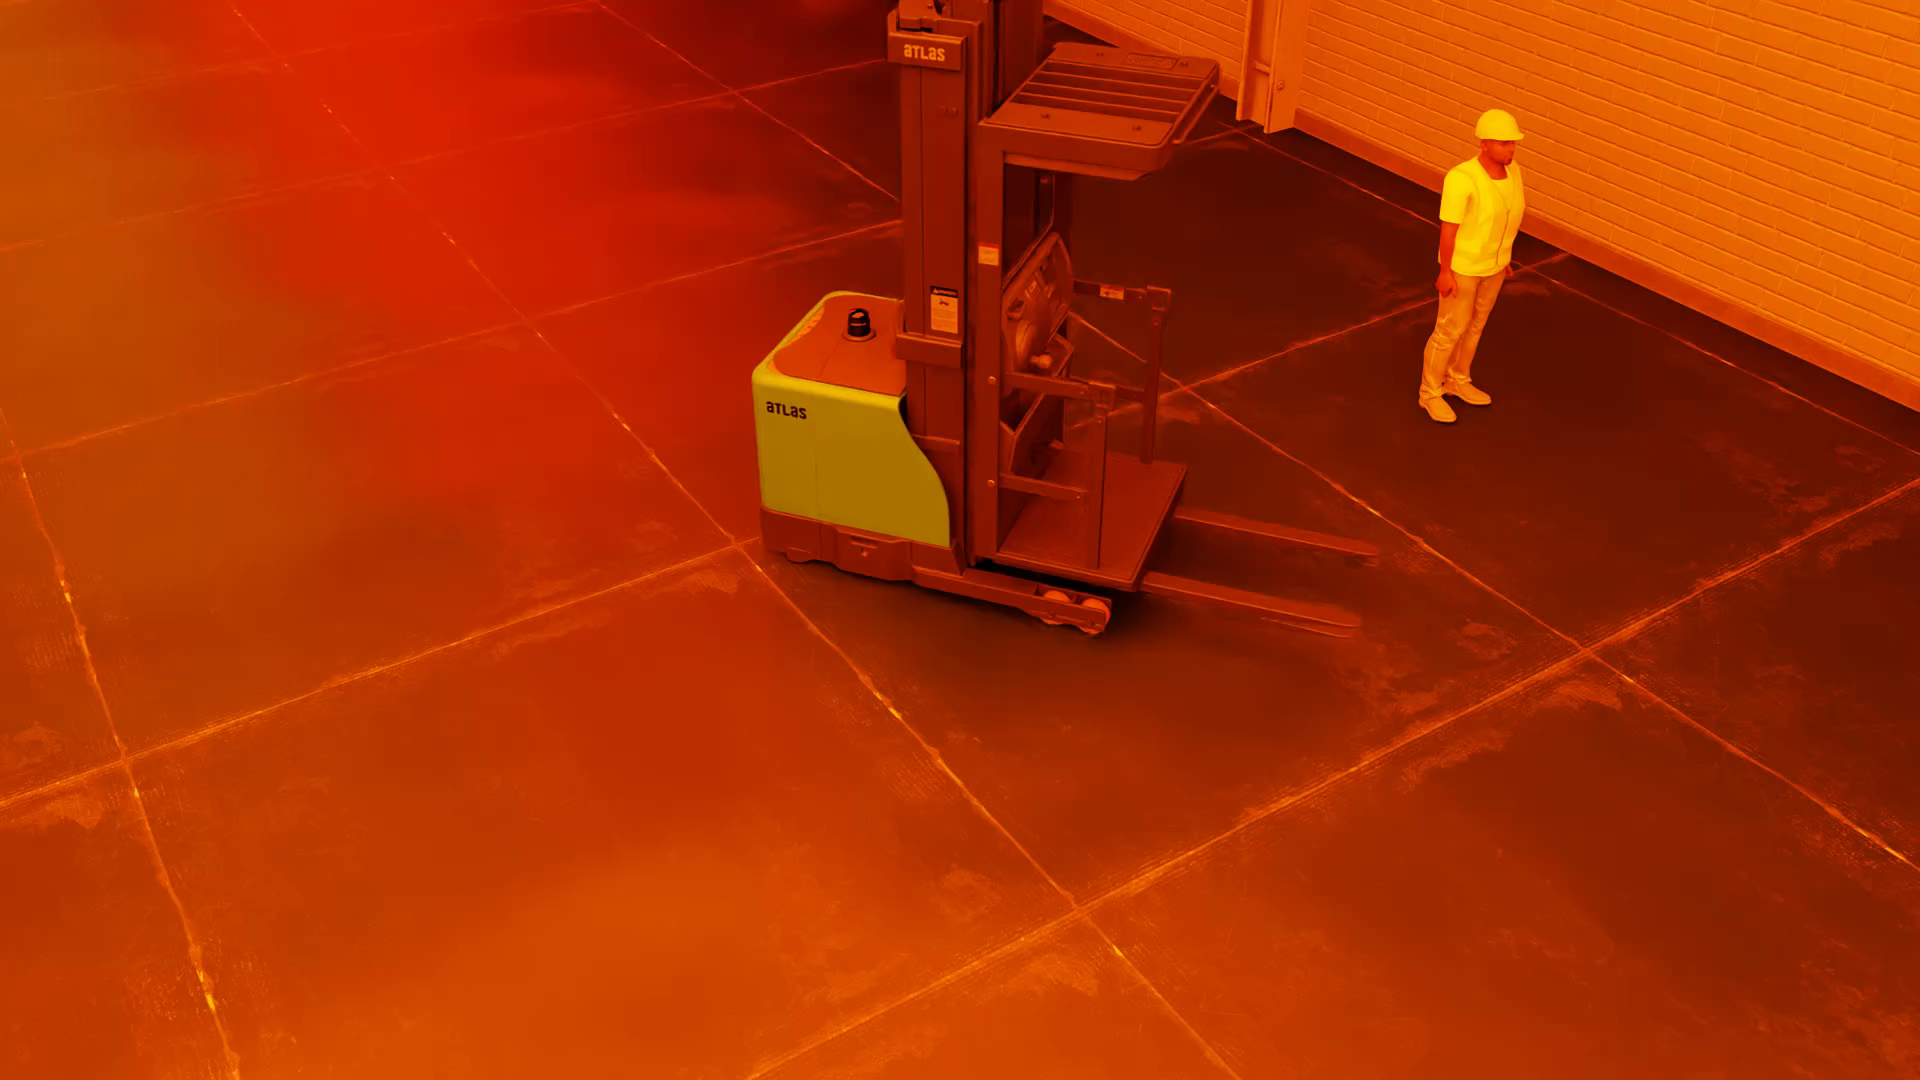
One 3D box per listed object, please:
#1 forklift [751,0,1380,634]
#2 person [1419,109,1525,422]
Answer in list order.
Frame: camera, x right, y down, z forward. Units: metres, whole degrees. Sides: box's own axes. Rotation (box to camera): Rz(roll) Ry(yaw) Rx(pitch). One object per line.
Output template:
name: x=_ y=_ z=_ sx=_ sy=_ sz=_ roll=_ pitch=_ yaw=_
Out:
forklift: x=0.548 y=-1.092 z=7.702 sx=3.031 sy=2.935 sz=1.130 roll=12 pitch=37 yaw=16
person: x=2.913 y=-1.547 z=9.363 sx=0.556 sy=1.770 sz=0.392 roll=-23 pitch=41 yaw=-29
